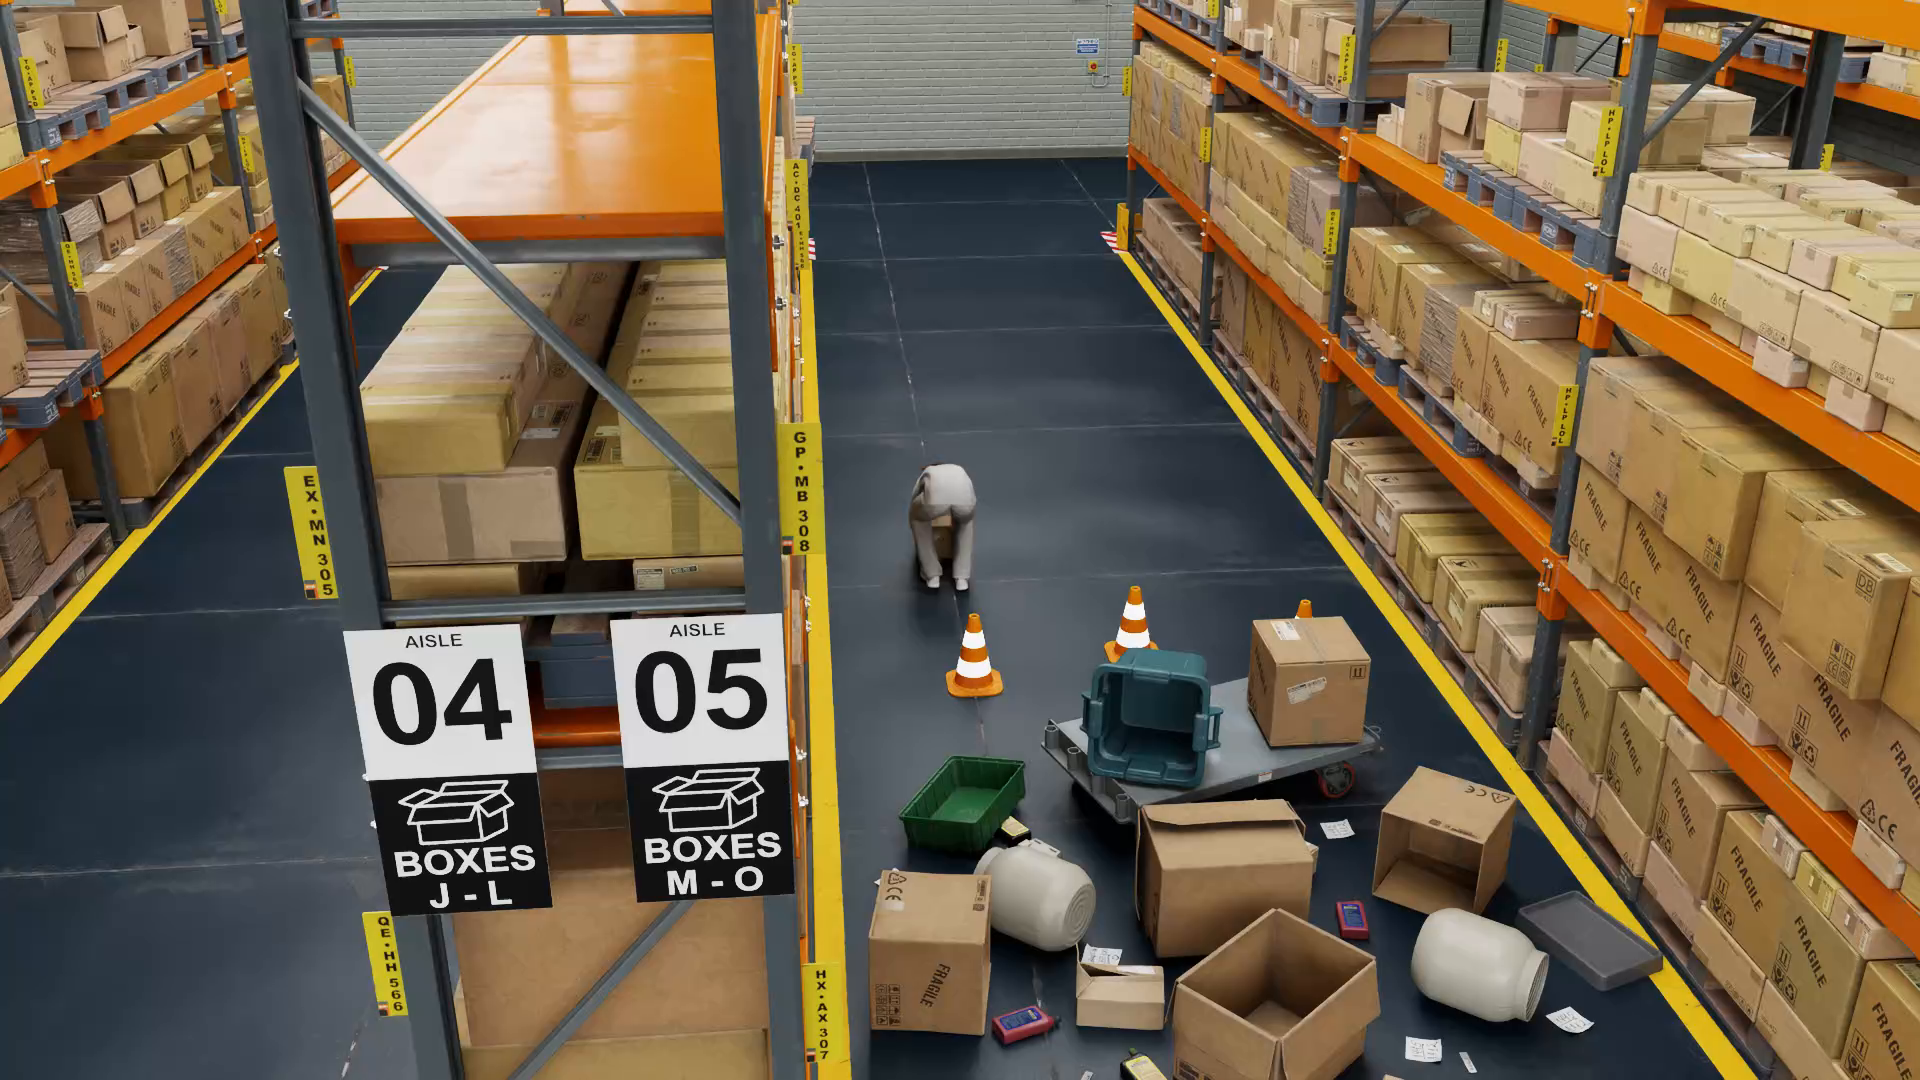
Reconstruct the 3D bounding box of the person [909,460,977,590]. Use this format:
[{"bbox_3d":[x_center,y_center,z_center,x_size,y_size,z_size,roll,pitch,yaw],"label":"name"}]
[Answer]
[{"bbox_3d":[-0.123,-0.158,11.459,0.461,0.865,0.850,-4,24,-8],"label":"person"}]
